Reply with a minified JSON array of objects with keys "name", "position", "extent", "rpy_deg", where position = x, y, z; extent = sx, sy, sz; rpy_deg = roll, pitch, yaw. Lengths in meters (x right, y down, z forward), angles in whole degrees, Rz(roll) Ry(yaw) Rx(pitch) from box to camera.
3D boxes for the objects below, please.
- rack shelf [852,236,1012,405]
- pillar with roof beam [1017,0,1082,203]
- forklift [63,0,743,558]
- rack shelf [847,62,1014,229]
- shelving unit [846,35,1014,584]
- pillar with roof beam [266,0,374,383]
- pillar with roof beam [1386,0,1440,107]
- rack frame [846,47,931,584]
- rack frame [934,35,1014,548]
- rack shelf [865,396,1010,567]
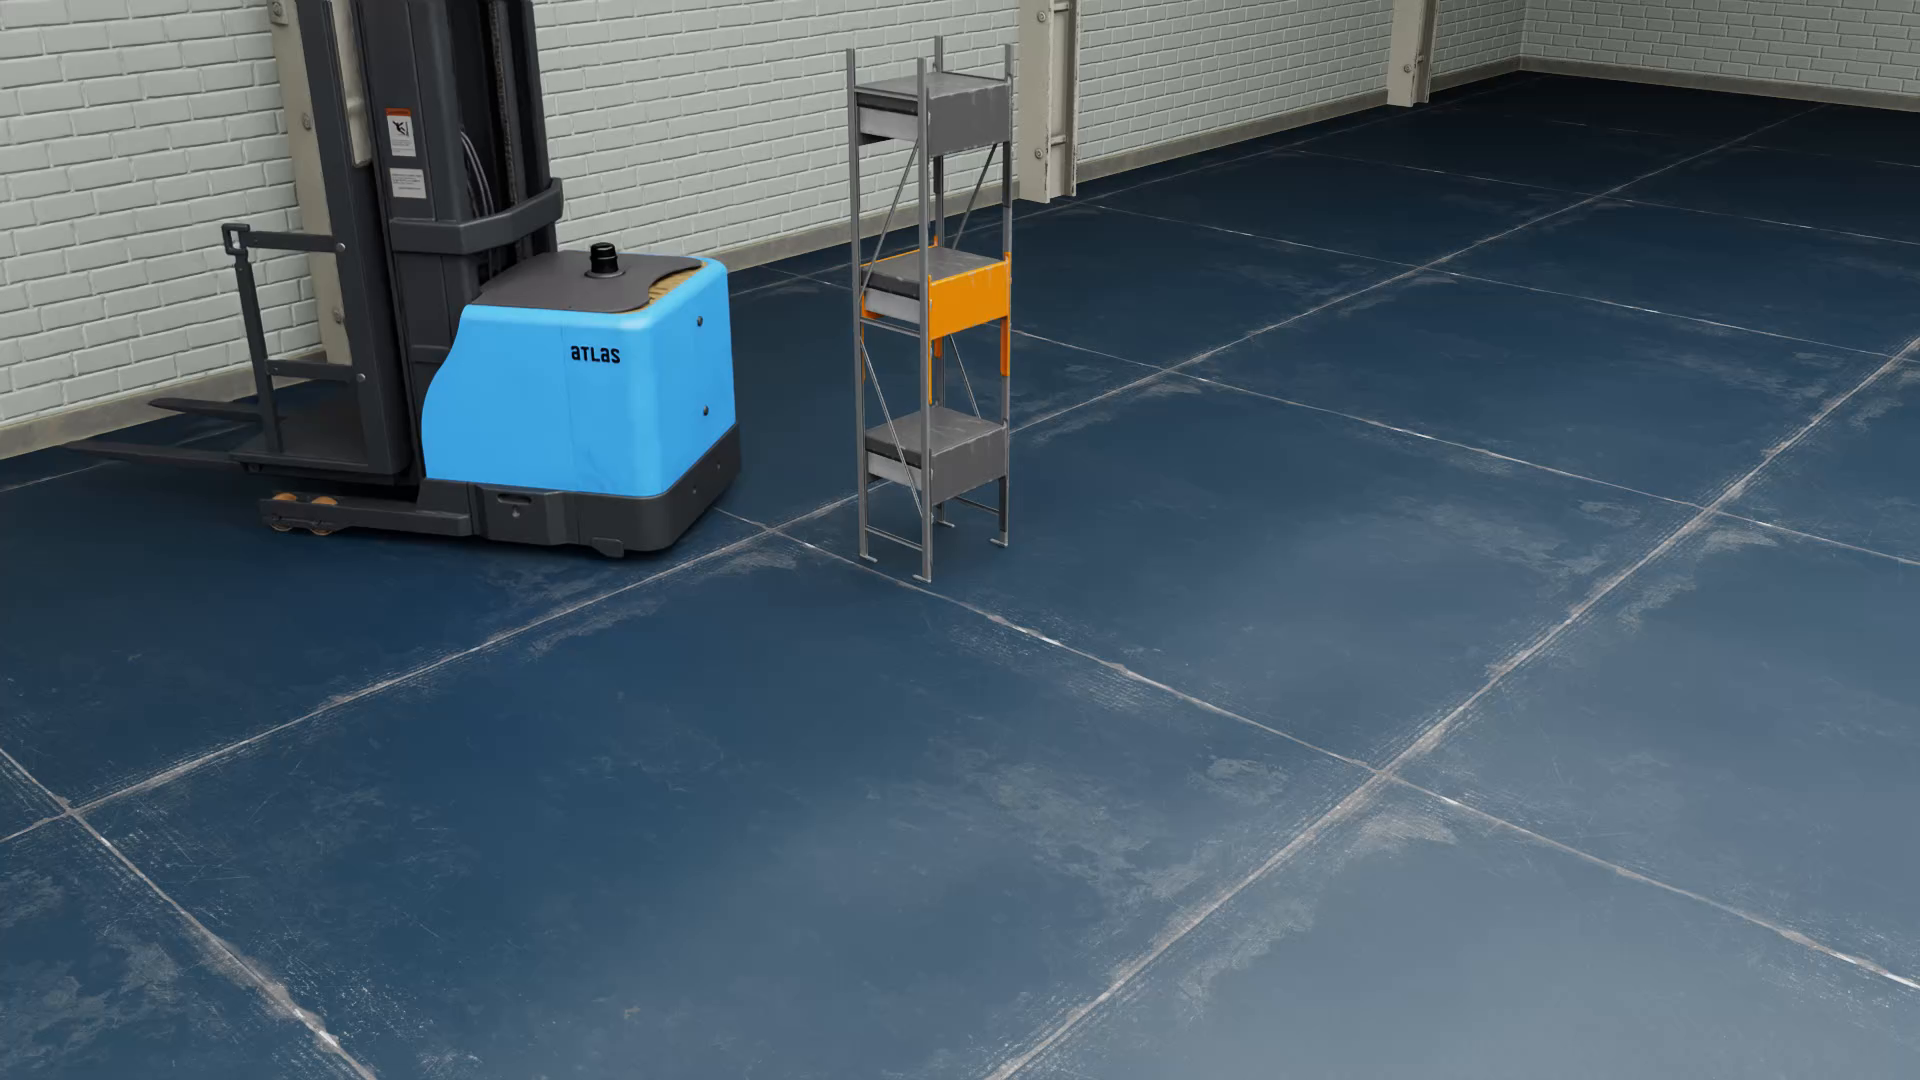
[{"name":"rack shelf","position":[-0.110,-0.895,6.714],"extent":[0.431,0.518,0.480],"rpy_deg":[20,31,38]},{"name":"pillar with roof beam","position":[3.904,-5.709,8.983],"extent":[9.100,9.000,0.400],"rpy_deg":[20,31,38]},{"name":"forklift","position":[-2.590,-1.561,7.149],"extent":[3.031,2.935,1.130],"rpy_deg":[5,25,12]},{"name":"rack shelf","position":[-0.110,-1.534,6.427],"extent":[0.431,0.518,0.480],"rpy_deg":[20,31,38]},{"name":"shelving unit","position":[-0.110,-0.908,6.708],"extent":[0.431,2.100,0.503],"rpy_deg":[20,31,38]},{"name":"pillar with roof beam","position":[-0.100,-3.881,4.906],"extent":[9.100,9.000,0.400],"rpy_deg":[20,31,38]},{"name":"pillar with roof beam","position":[7.909,-7.537,13.060],"extent":[9.100,9.000,0.400],"rpy_deg":[20,31,38]},{"name":"rack frame","position":[-0.273,-0.833,6.542],"extent":[0.400,2.100,0.015],"rpy_deg":[20,31,38]},{"name":"rack frame","position":[0.052,-0.982,6.874],"extent":[0.400,2.100,0.015],"rpy_deg":[20,31,38]},{"name":"rack shelf","position":[-0.110,-0.256,7.000],"extent":[0.431,0.518,0.480],"rpy_deg":[20,31,38]}]
